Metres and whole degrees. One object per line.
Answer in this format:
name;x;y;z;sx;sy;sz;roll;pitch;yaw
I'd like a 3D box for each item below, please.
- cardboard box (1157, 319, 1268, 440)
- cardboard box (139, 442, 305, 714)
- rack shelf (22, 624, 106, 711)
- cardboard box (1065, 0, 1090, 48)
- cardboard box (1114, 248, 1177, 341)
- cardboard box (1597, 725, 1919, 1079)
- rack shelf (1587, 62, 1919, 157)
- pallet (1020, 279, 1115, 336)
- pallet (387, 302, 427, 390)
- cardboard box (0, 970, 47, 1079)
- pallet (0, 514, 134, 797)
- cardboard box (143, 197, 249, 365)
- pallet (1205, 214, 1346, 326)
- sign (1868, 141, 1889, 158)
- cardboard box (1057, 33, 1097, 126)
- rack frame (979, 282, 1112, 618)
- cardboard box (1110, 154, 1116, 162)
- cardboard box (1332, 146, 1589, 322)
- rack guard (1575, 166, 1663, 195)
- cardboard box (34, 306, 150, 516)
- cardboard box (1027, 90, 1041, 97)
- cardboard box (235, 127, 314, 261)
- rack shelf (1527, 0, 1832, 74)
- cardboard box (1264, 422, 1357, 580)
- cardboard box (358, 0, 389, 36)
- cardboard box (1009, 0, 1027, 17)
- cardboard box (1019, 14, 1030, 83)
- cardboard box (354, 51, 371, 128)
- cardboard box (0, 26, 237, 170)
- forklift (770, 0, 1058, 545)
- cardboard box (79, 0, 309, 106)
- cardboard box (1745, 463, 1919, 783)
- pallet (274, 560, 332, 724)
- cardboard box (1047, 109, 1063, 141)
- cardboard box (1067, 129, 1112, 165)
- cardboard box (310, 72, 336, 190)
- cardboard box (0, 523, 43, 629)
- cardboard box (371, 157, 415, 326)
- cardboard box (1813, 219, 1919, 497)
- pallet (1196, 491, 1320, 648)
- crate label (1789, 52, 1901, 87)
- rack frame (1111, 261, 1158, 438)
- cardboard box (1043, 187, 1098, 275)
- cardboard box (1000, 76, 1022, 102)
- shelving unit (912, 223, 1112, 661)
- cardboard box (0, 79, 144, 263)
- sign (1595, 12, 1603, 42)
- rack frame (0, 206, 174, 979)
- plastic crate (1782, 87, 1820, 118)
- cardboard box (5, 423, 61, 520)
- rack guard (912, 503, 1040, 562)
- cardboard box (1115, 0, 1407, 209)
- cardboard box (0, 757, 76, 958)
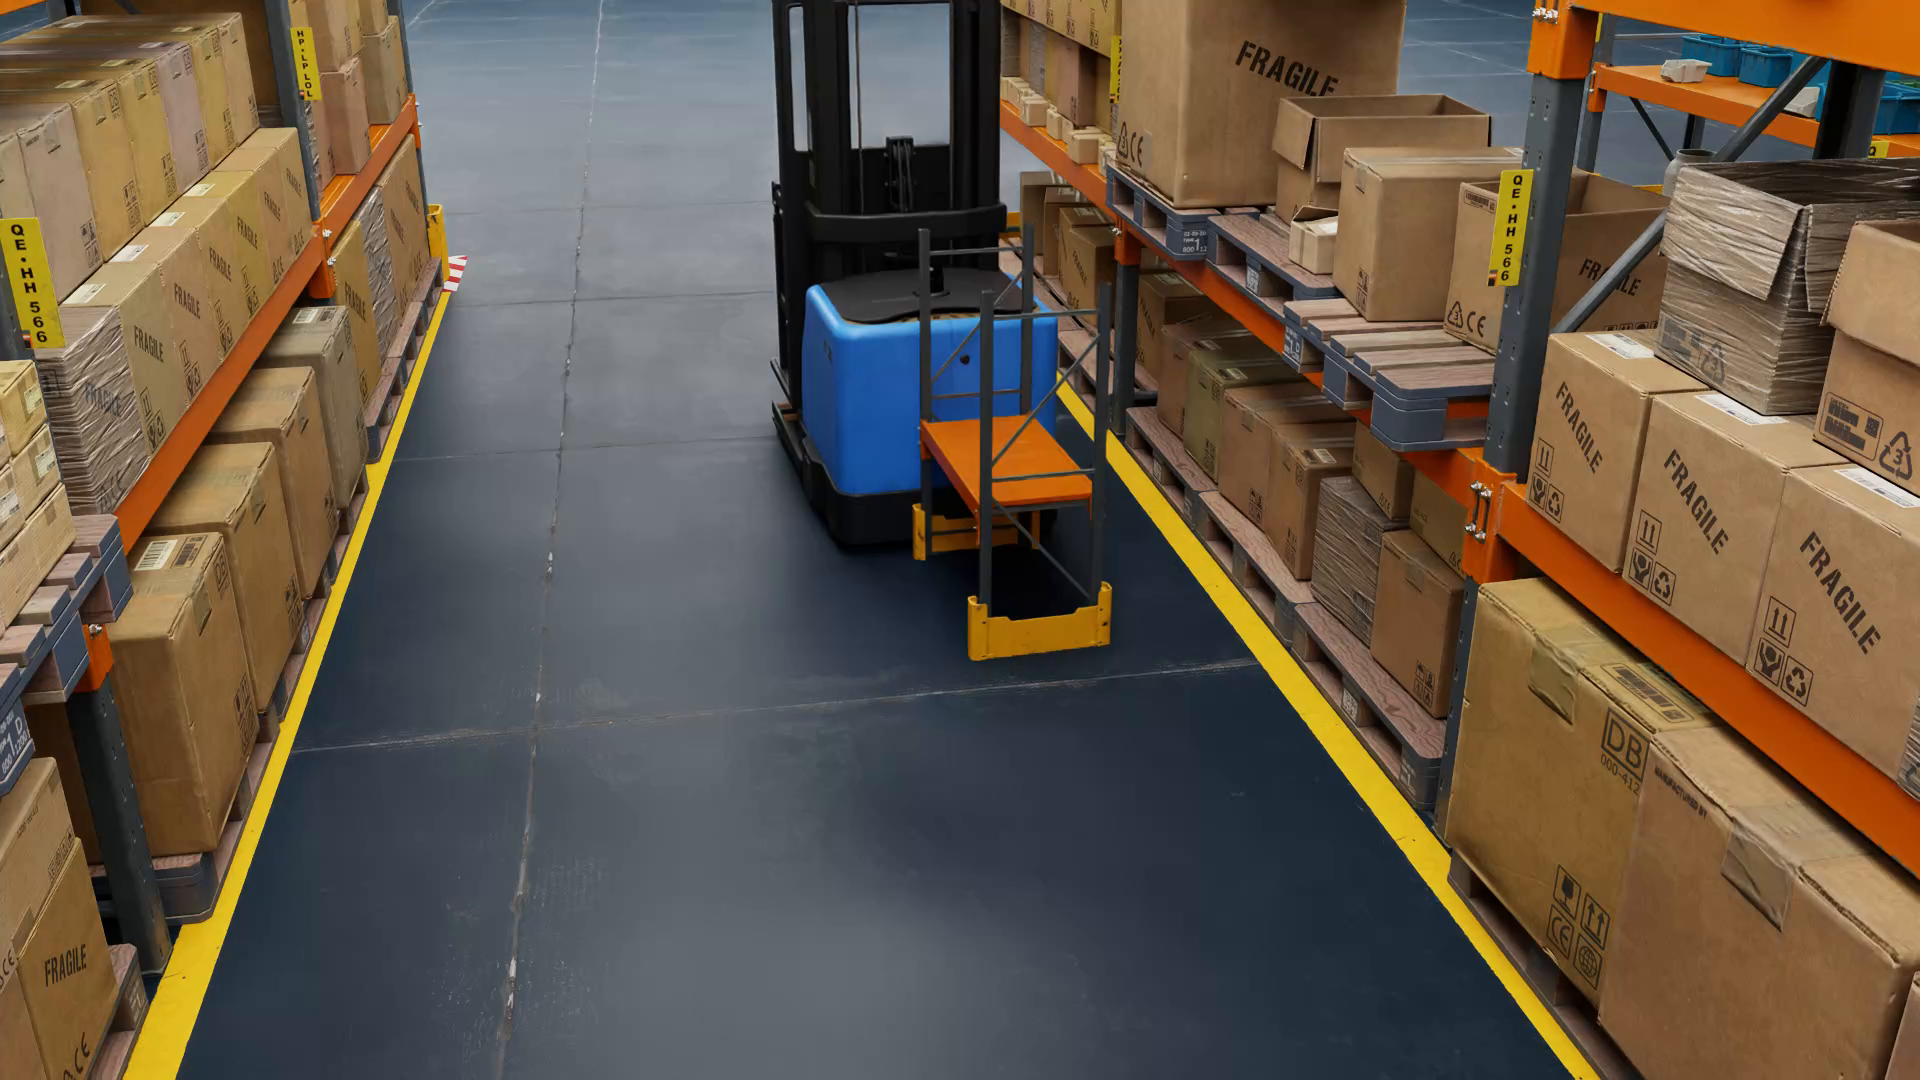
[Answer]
cardboard box;1.424;-0.805;8.419;0.700;0.500;0.500;-6;24;-14
cardboard box;-3.011;0.157;5.928;1.050;0.750;0.750;-4;24;-9
rack shelf;-2.452;1.025;2.554;1.077;0.370;4.000;-4;24;-10
cardboard box;0.884;-2.986;9.093;0.500;0.500;0.500;-4;24;-10
cardboard box;1.183;-1.424;9.861;0.500;0.500;0.500;3;24;7
cardboard box;2.335;0.987;3.873;1.225;0.875;0.875;-4;24;-10
rack shelf;5.829;-2.816;11.348;1.077;0.370;4.000;-4;24;-10
pallet;0.943;-1.457;10.822;1.003;0.211;1.213;-4;24;-10
pallet;-3.854;-1.173;10.171;1.003;0.211;1.213;-4;24;-10
cardboard box;-2.351;1.306;3.611;0.500;0.500;0.500;-3;24;-8
pallet;-2.586;0.269;3.626;1.213;0.211;1.003;-4;24;-10
cardboard box;-2.919;-0.928;6.002;0.500;0.500;0.500;-5;24;-10
pallet;1.665;-1.107;6.775;1.003;0.211;1.213;-4;24;-10
sign;2.616;-0.992;4.826;0.100;0.325;0.005;-4;24;-10
cardboard box;1.060;-2.744;9.789;0.875;0.500;0.500;-4;24;-10
rack frame;0.321;-0.246;6.438;0.500;1.500;0.032;-6;24;-13
cardboard box;1.003;-1.940;8.758;0.380;0.149;0.250;-4;24;-10
cardboard box;1.730;-1.079;5.822;0.700;0.500;0.500;-1;24;-2
rack guard;5.520;-2.760;13.445;1.175;0.500;0.348;-4;24;-10
cardboard box;-2.640;-0.334;4.642;0.500;0.500;0.500;-4;24;-9
cardboard box;0.648;-2.829;10.795;0.380;0.149;0.250;-4;24;-10
cardboard box;-3.203;-1.525;7.369;0.500;0.500;0.500;-4;24;-10
rack shelf;1.701;-2.250;6.306;1.077;0.370;4.000;-4;24;-10
cardboard box;1.701;-0.177;6.980;0.700;0.500;0.500;-2;24;-5
cardboard box;-4.079;-3.443;10.350;0.875;0.550;0.550;-4;24;-10
cardboard box;0.605;-3.576;10.443;0.500;0.500;0.500;-4;24;-10
cardboard box;0.877;-3.341;11.157;0.875;0.500;0.500;-4;24;-10
cardboard box;-4.085;-2.720;10.043;0.875;0.550;0.550;-4;24;-10
cardboard box;-3.367;-1.772;6.685;0.700;0.500;0.500;-5;24;-11
forklift;-0.404;-1.886;8.406;1.130;2.935;3.031;-6;24;-13
cardboard box;-3.596;-2.376;7.906;0.875;0.550;0.550;-4;24;-10
cardboard box;2.089;0.151;3.532;0.500;0.500;0.500;-5;24;-11
pallet;-3.116;0.392;6.589;1.003;0.211;1.213;-4;24;-10
cardboard box;0.740;-2.531;10.111;0.380;0.149;0.250;-4;24;-10
cardboard box;0.823;-2.232;9.426;0.380;0.149;0.250;-4;24;-10
cardboard box;-3.766;-2.092;8.606;0.875;0.550;0.550;-4;24;-10
cardboard box;-2.235;0.089;3.588;0.380;0.149;0.250;-4;24;-10
cardboard box;-3.946;-1.849;10.366;0.875;0.875;0.875;-5;24;-11
cardboard box;2.308;-0.379;3.492;0.797;0.503;0.637;-4;24;-9
pallet;1.706;0.073;7.320;1.003;0.211;1.213;-4;24;-10
crate label;6.065;-3.244;11.386;0.502;0.435;0.616;-4;24;-10
rack frame;1.331;-1.992;8.564;1.000;3.000;0.127;-4;24;-10
cardboard box;0.835;-2.133;11.484;0.500;0.500;0.500;2;24;4
cardboard box;0.469;-3.121;11.463;0.380;0.149;0.250;-4;24;-10
shelving unit;0.198;-0.439;6.882;0.587;1.500;1.083;-6;24;-13
cardboard box;-3.087;-1.173;5.314;0.700;0.500;0.500;-5;24;-11
sign;4.918;-4.020;12.861;0.100;0.325;0.005;-4;24;-10
rack frame;-2.822;-0.091;4.212;1.000;3.000;0.127;-4;24;-10
plastic crate;5.650;-2.858;10.875;0.530;0.136;0.437;-4;24;-10
cardboard box;-2.283;-0.144;3.751;0.380;0.149;0.250;-4;24;-9
rack guard;0.076;-0.060;7.574;0.587;0.250;0.087;-6;24;-13
cardboard box;1.341;-2.137;7.620;1.000;1.000;1.000;-4;24;-9
cardboard box;-2.438;0.768;3.906;0.500;0.250;0.500;-5;24;-11
